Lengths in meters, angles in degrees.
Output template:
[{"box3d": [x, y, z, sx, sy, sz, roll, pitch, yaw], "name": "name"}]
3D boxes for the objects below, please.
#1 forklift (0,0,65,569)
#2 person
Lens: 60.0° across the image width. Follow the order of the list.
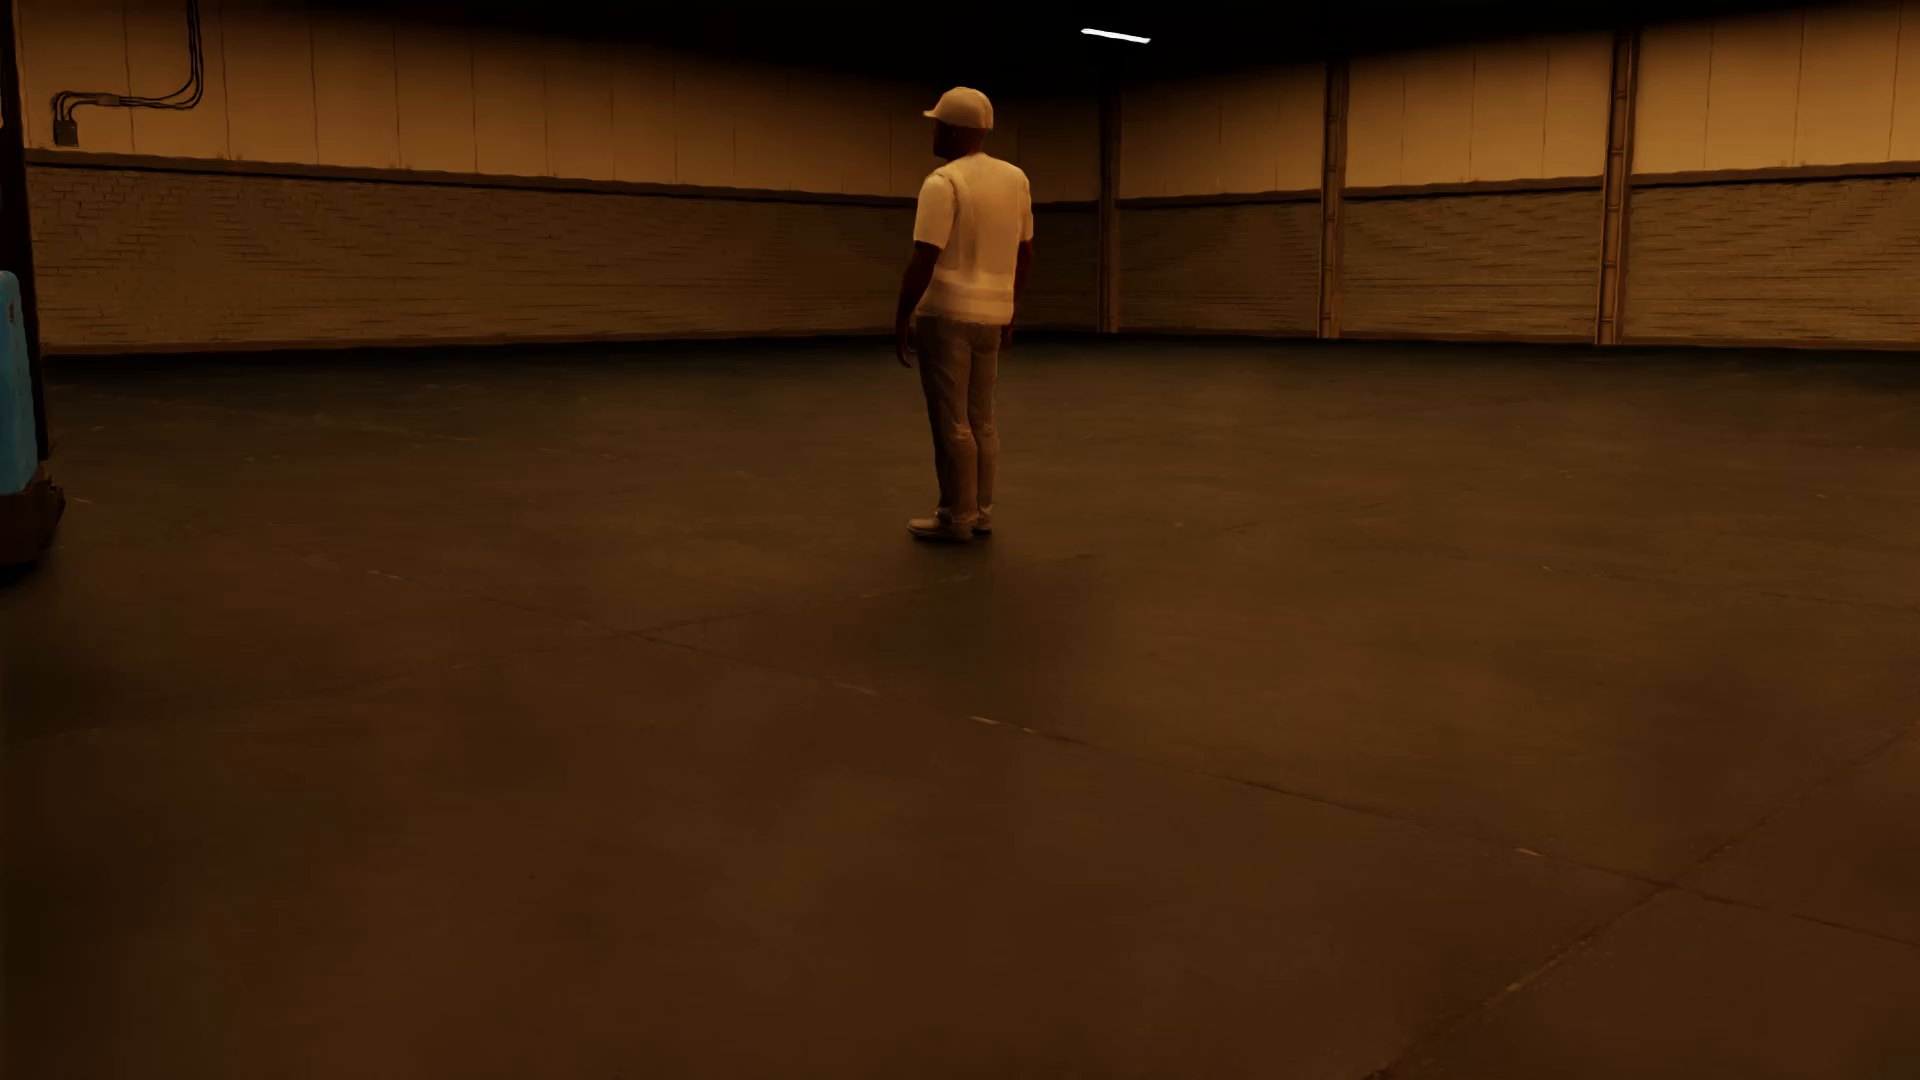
[{"box3d": [-4.307, -1.463, 6.592, 1.130, 2.935, 3.031, -4, 10, -26], "name": "forklift"}, {"box3d": [-0.046, -0.887, 6.637, 0.576, 1.765, 0.644, 8, 12, 43], "name": "person"}]
